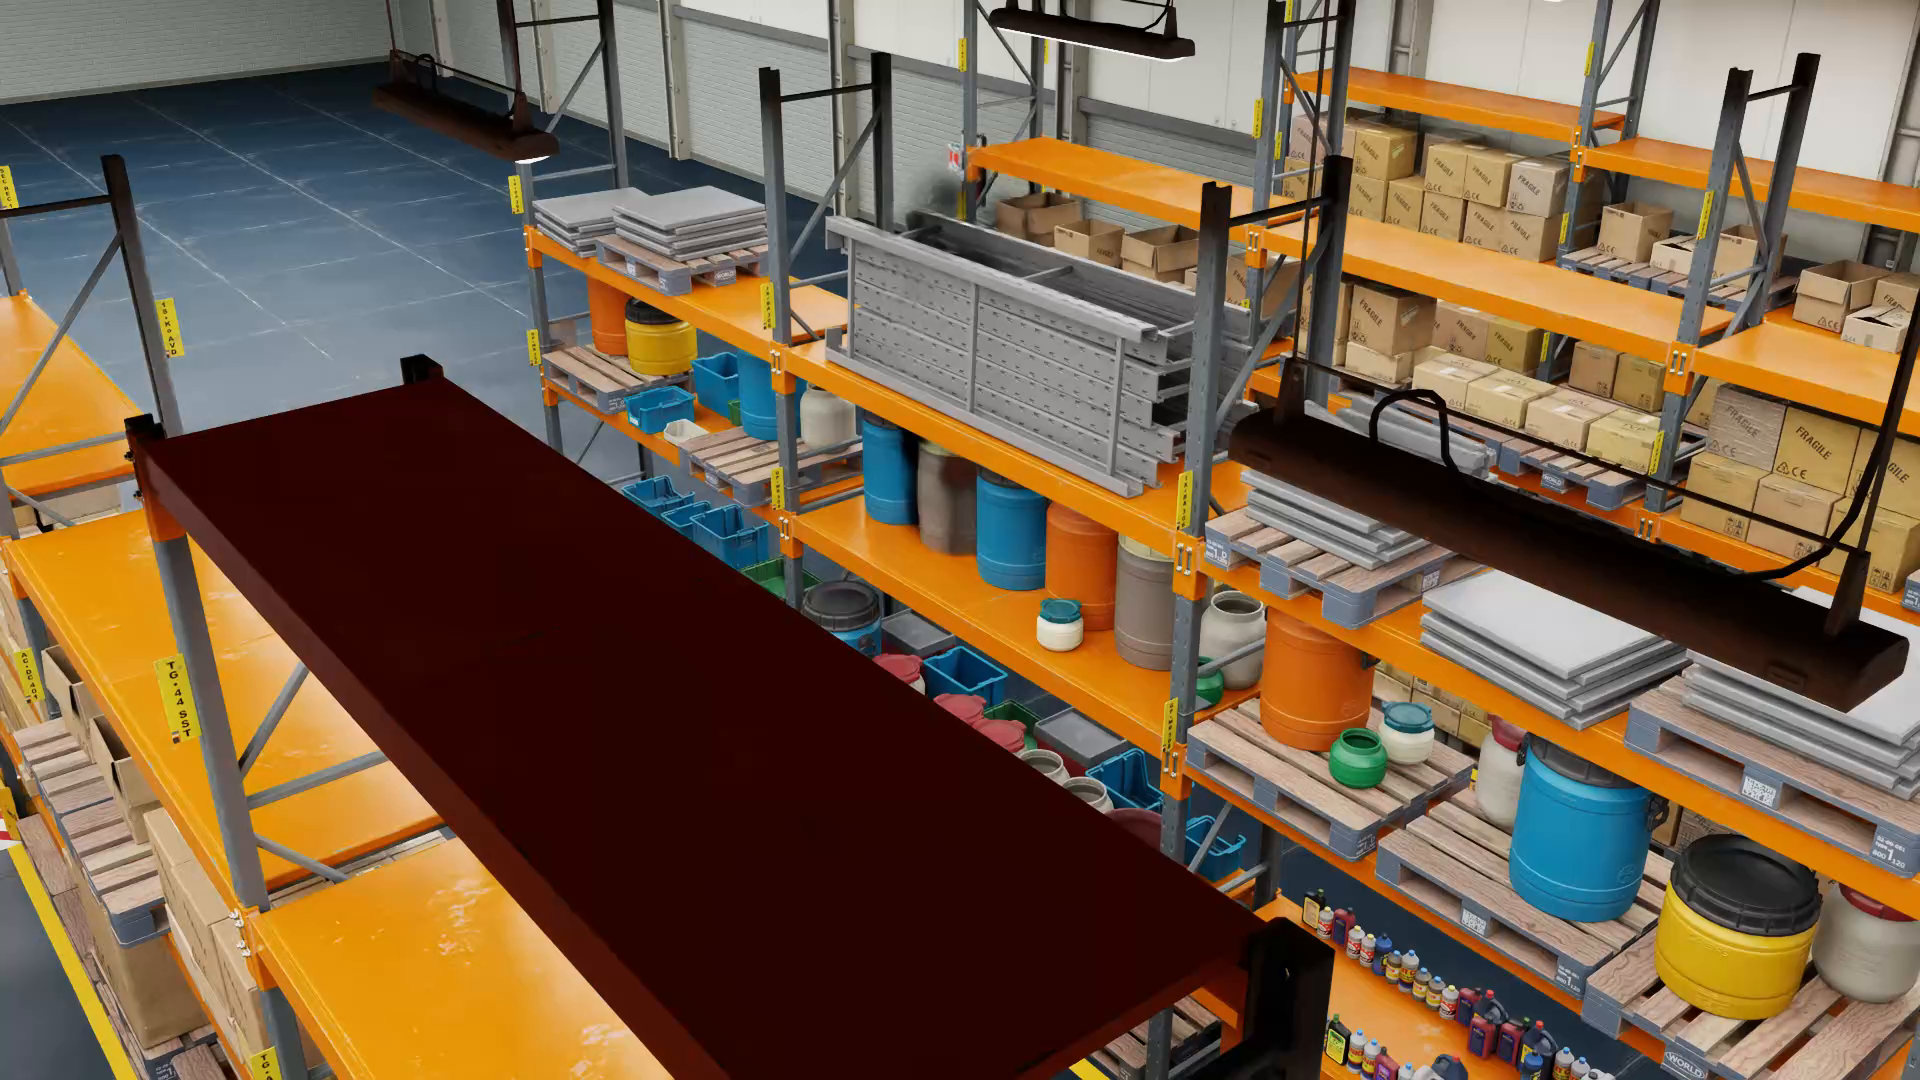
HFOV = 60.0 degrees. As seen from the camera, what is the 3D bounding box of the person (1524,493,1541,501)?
[{"bbox_3d":[5.331,0.252,15.985,0.503,1.539,0.493,-21,33,-37],"label":"person"}]
